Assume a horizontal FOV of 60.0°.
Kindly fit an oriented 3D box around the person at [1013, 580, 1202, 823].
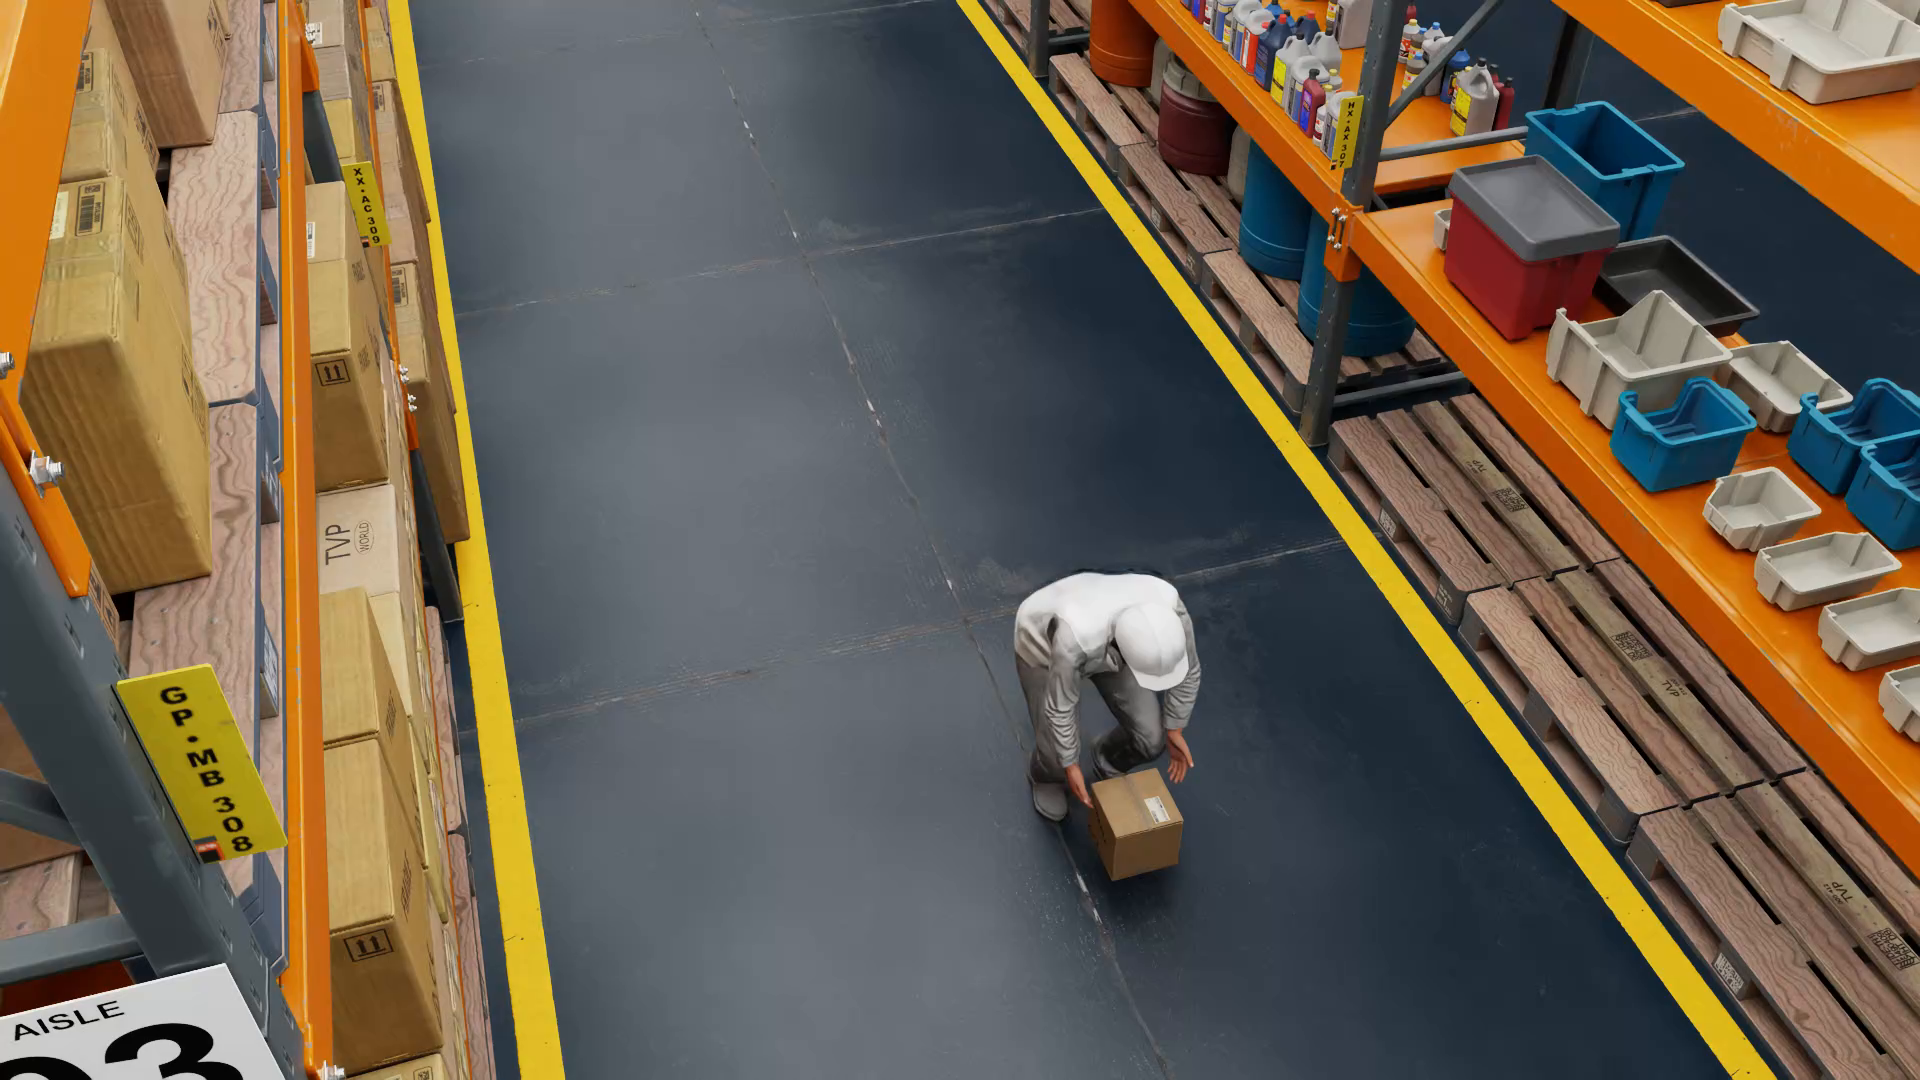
[{"bbox_3d":[0.529,0.542,5.952,0.575,1.222,0.843,-12,43,-13],"label":"person"}]
